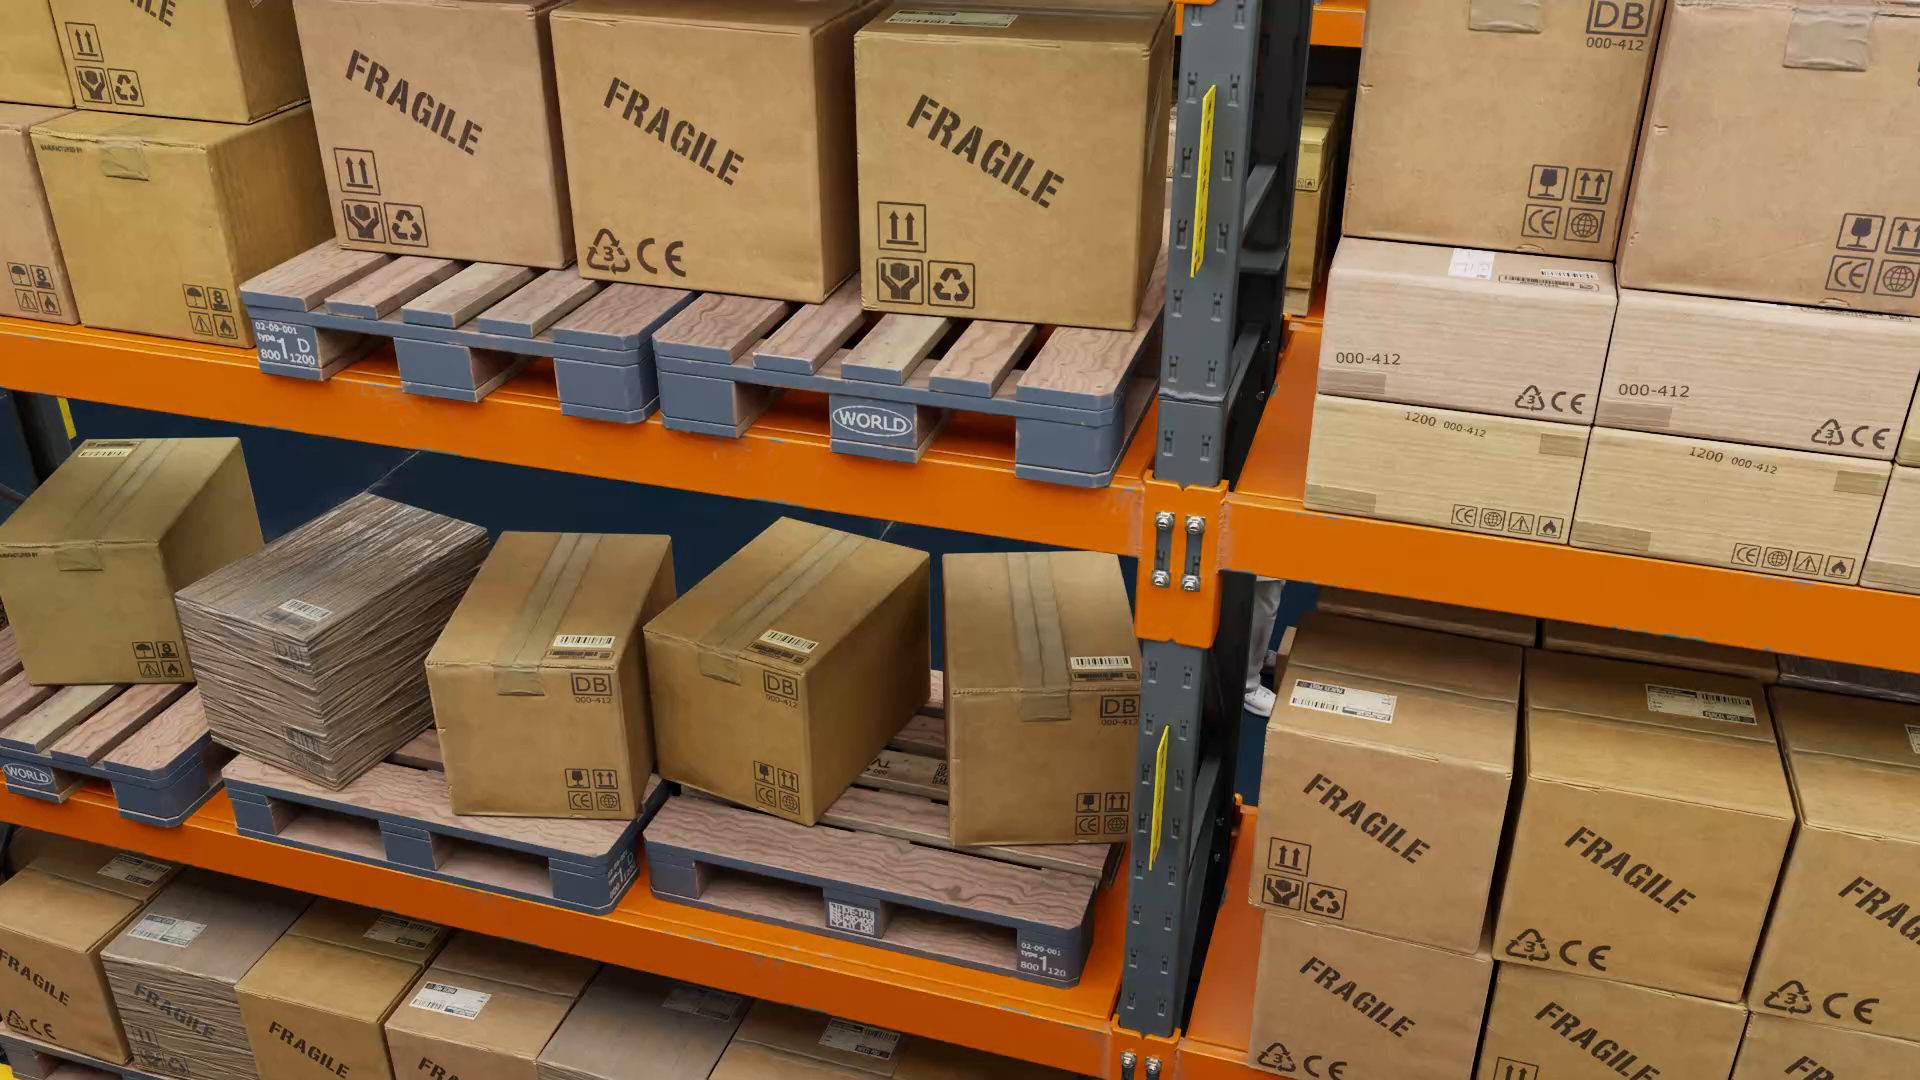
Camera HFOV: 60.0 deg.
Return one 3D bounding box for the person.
[{"bbox_3d":[1.357,-0.118,7.357,0.429,1.772,0.645,7,30,12],"label":"person"}]
